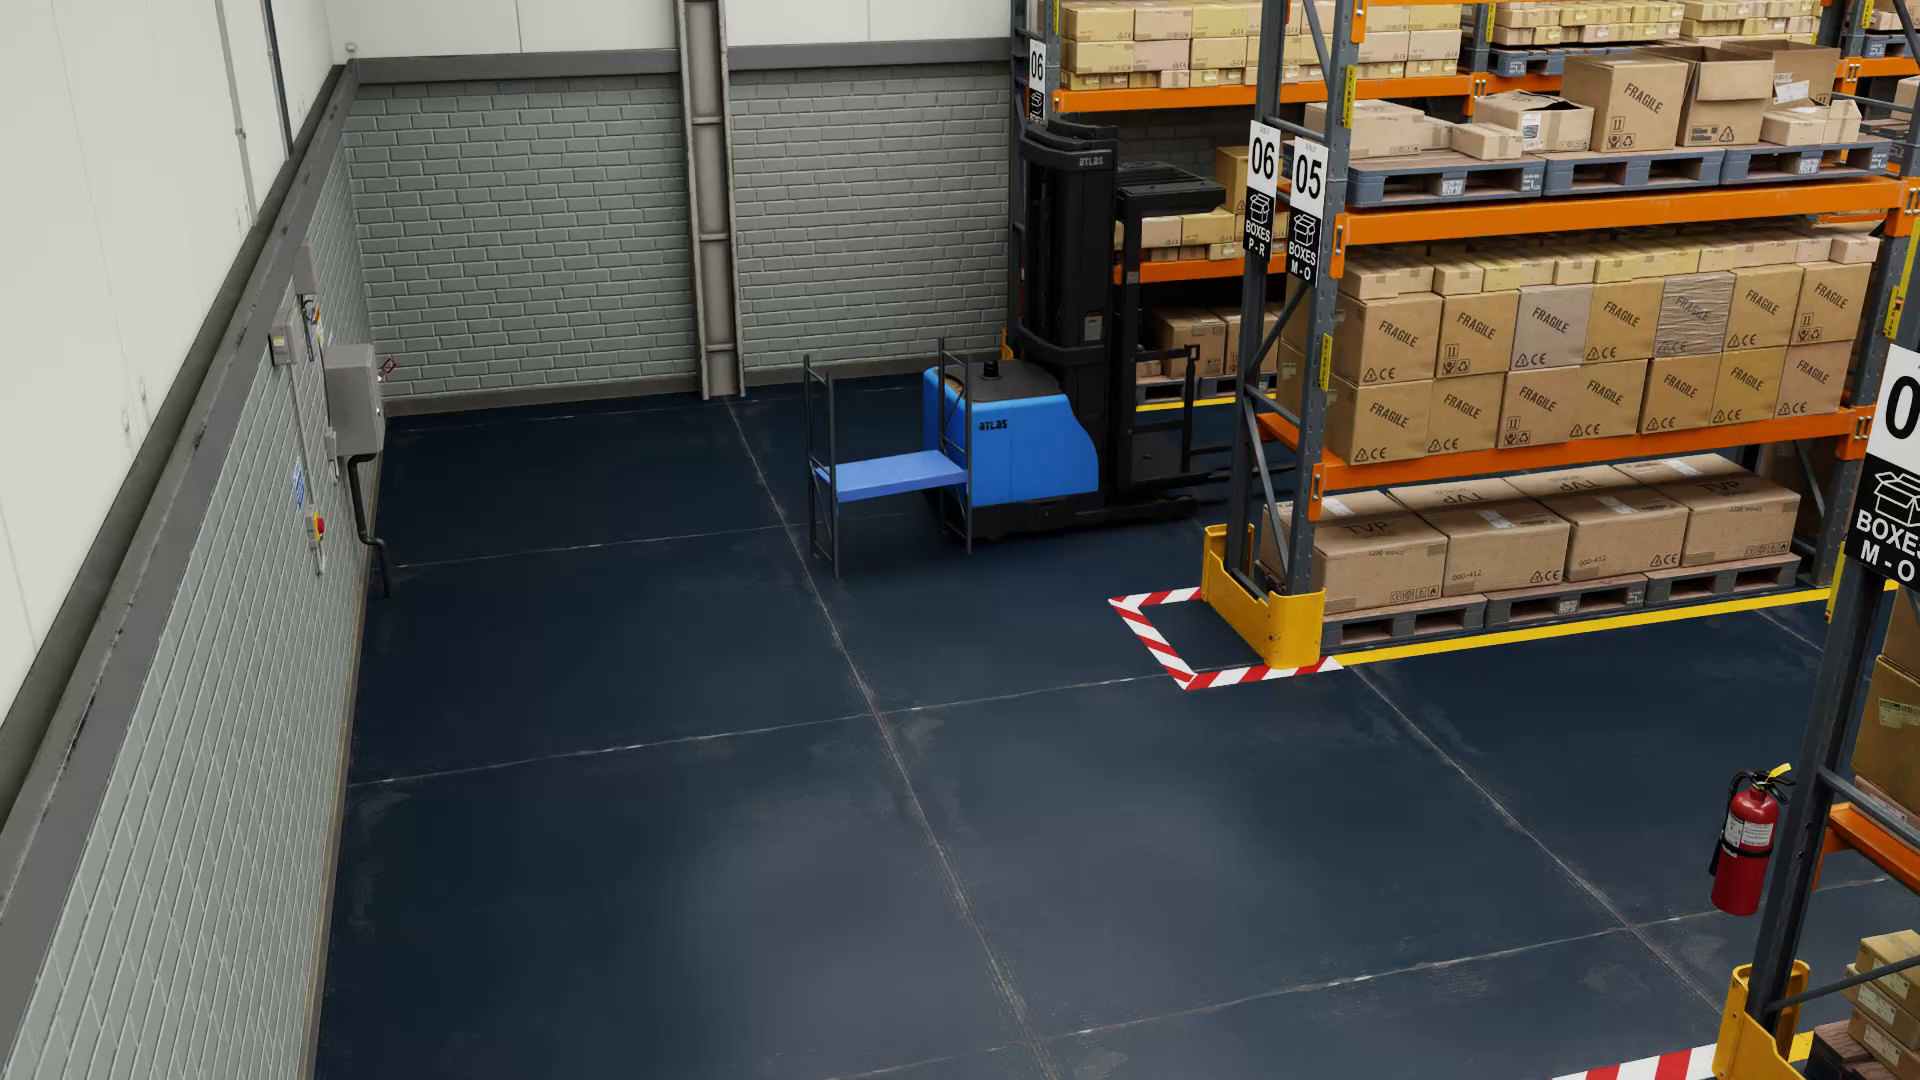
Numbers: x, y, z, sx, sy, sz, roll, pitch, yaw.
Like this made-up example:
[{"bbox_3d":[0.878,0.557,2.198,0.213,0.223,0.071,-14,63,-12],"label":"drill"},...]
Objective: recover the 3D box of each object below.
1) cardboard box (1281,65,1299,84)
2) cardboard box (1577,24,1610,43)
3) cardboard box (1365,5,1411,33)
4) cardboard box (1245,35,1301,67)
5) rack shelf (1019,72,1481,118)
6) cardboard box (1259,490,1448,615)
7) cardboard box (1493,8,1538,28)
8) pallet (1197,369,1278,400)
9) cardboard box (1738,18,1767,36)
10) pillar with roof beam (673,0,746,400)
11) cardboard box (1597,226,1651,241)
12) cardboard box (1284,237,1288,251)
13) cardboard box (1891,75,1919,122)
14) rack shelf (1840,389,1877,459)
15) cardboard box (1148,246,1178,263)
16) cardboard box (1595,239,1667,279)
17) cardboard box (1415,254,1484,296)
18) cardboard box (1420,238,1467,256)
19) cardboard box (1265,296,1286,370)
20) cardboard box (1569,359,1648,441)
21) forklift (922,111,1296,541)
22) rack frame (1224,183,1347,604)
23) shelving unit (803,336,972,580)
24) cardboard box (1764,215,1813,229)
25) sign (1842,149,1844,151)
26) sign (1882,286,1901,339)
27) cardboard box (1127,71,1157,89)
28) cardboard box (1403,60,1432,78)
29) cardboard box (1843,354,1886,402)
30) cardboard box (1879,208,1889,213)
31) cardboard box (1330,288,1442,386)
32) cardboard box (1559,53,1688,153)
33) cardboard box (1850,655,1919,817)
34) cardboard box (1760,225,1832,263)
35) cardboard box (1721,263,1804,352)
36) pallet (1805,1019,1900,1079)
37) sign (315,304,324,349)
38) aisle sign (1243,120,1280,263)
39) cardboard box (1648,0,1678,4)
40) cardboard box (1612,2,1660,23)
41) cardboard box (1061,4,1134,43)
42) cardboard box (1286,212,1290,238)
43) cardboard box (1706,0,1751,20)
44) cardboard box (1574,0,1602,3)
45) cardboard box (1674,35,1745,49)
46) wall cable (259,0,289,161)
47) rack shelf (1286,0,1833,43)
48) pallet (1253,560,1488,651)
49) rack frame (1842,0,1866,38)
[{"bbox_3d":[2.741,-4.053,14.407,0.250,0.149,0.380,-6,24,-13],"label":"cardboard box"},{"bbox_3d":[5.619,-4.572,14.956,0.250,0.149,0.380,-6,24,-14],"label":"cardboard box"},{"bbox_3d":[3.575,-4.589,14.516,0.500,0.250,0.500,-7,24,-15],"label":"cardboard box"},{"bbox_3d":[2.603,-4.255,14.372,0.500,0.250,0.500,-7,24,-15],"label":"cardboard box"},{"bbox_3d":[2.556,-3.951,14.761,4.000,0.370,1.077,-6,24,-14],"label":"rack shelf"},{"bbox_3d":[2.583,0.071,10.998,0.875,0.438,0.875,-7,24,-16],"label":"cardboard box"},{"bbox_3d":[4.888,-4.620,14.690,0.250,0.149,0.380,-6,24,-13],"label":"cardboard box"},{"bbox_3d":[2.643,-1.630,15.782,1.213,0.211,1.003,-6,24,-14],"label":"pallet"},{"bbox_3d":[7.314,-4.824,15.569,0.250,0.149,0.380,-6,24,-14],"label":"cardboard box"},{"bbox_3d":[-1.046,-3.867,9.851,0.400,9.000,9.100,-6,24,-14],"label":"pillar with roof beam"},{"bbox_3d":[4.236,-1.945,10.762,0.250,0.149,0.380,-6,24,-15],"label":"cardboard box"},{"bbox_3d":[2.977,-2.757,15.190,0.250,0.149,0.380,-6,24,-14],"label":"cardboard box"},{"bbox_3d":[6.618,-2.936,11.064,0.500,0.311,0.500,-6,24,-14],"label":"cardboard box"},{"bbox_3d":[7.752,-1.114,11.955,4.000,0.370,1.077,-6,24,-14],"label":"rack shelf"},{"bbox_3d":[1.757,-2.595,14.812,0.250,0.149,0.380,-6,24,-13],"label":"cardboard box"},{"bbox_3d":[4.135,-1.738,10.278,0.250,0.149,0.380,-6,24,-14],"label":"cardboard box"},{"bbox_3d":[2.906,-1.581,9.913,0.250,0.149,0.380,-6,24,-13],"label":"cardboard box"},{"bbox_3d":[2.984,-1.830,10.494,0.250,0.149,0.380,-6,24,-13],"label":"cardboard box"},{"bbox_3d":[3.078,-1.950,15.628,0.500,0.500,0.700,-7,24,-16],"label":"cardboard box"},{"bbox_3d":[3.966,-0.965,10.569,0.500,0.500,0.500,-6,24,-13],"label":"cardboard box"},{"bbox_3d":[1.282,-1.674,12.435,3.031,2.935,1.130,-8,24,-18],"label":"forklift"},{"bbox_3d":[1.975,-0.806,10.324,0.127,3.000,1.000,-6,24,-14],"label":"rack frame"},{"bbox_3d":[-0.499,-0.586,11.715,1.048,1.500,0.538,-10,25,-22],"label":"shelving unit"},{"bbox_3d":[5.452,-2.100,11.123,0.250,0.149,0.380,-7,24,-15],"label":"cardboard box"},{"bbox_3d":[8.489,-3.833,16.010,0.005,0.325,0.100,-6,24,-14],"label":"sign"},{"bbox_3d":[5.977,-1.455,10.640,0.005,0.325,0.100,-6,24,-14],"label":"sign"},{"bbox_3d":[1.497,-3.957,14.183,0.250,0.149,0.380,-6,24,-14],"label":"cardboard box"},{"bbox_3d":[3.979,-4.203,14.757,0.250,0.149,0.380,-6,24,-14],"label":"cardboard box"},{"bbox_3d":[6.321,-1.109,11.222,0.500,0.250,0.500,-7,24,-16],"label":"cardboard box"},{"bbox_3d":[9.312,-3.479,16.744,0.500,0.250,0.500,-7,24,-16],"label":"cardboard box"},{"bbox_3d":[2.514,-1.254,9.974,0.500,0.500,0.500,-7,24,-16],"label":"cardboard box"},{"bbox_3d":[3.956,-2.627,9.978,0.500,0.500,0.500,-6,24,-13],"label":"cardboard box"},{"bbox_3d":[3.772,0.735,6.230,0.500,0.500,0.500,-6,24,-13],"label":"cardboard box"},{"bbox_3d":[5.332,-1.895,10.644,0.250,0.149,0.380,-6,24,-13],"label":"cardboard box"},{"bbox_3d":[4.956,-1.531,10.619,0.500,0.500,0.500,-7,24,-15],"label":"cardboard box"},{"bbox_3d":[4.274,2.263,6.708,1.213,0.211,1.003,-6,24,-14],"label":"pallet"},{"bbox_3d":[-4.059,-1.346,10.535,0.001,0.242,0.339,-6,24,-14],"label":"sign"},{"bbox_3d":[1.822,-2.110,10.067,0.004,0.787,0.394,-6,24,-14],"label":"aisle sign"},{"bbox_3d":[6.700,-5.079,15.787,0.250,0.149,0.380,-6,24,-15],"label":"cardboard box"},{"bbox_3d":[6.110,-4.783,15.071,0.250,0.149,0.380,-6,24,-14],"label":"cardboard box"},{"bbox_3d":[1.125,-4.318,13.883,0.500,0.250,0.500,-7,24,-15],"label":"cardboard box"},{"bbox_3d":[3.095,-2.930,15.087,0.500,0.250,0.500,-6,24,-15],"label":"cardboard box"},{"bbox_3d":[7.075,-4.912,15.397,0.250,0.149,0.380,-7,24,-16],"label":"cardboard box"},{"bbox_3d":[5.732,-4.939,15.434,0.250,0.149,0.380,-7,24,-16],"label":"cardboard box"},{"bbox_3d":[6.939,-4.597,15.547,0.500,0.250,0.500,-6,24,-14],"label":"cardboard box"},{"bbox_3d":[-3.626,-3.136,8.145,0.029,3.000,2.355,-6,24,-14],"label":"wall cable"},{"bbox_3d":[3.900,-3.261,9.858,4.000,0.370,1.077,-6,24,-14],"label":"rack shelf"},{"bbox_3d":[2.723,0.361,11.141,1.213,0.211,1.003,-6,24,-14],"label":"pallet"},{"bbox_3d":[8.333,-6.299,15.518,0.127,3.000,1.000,-6,24,-14],"label":"rack frame"}]
